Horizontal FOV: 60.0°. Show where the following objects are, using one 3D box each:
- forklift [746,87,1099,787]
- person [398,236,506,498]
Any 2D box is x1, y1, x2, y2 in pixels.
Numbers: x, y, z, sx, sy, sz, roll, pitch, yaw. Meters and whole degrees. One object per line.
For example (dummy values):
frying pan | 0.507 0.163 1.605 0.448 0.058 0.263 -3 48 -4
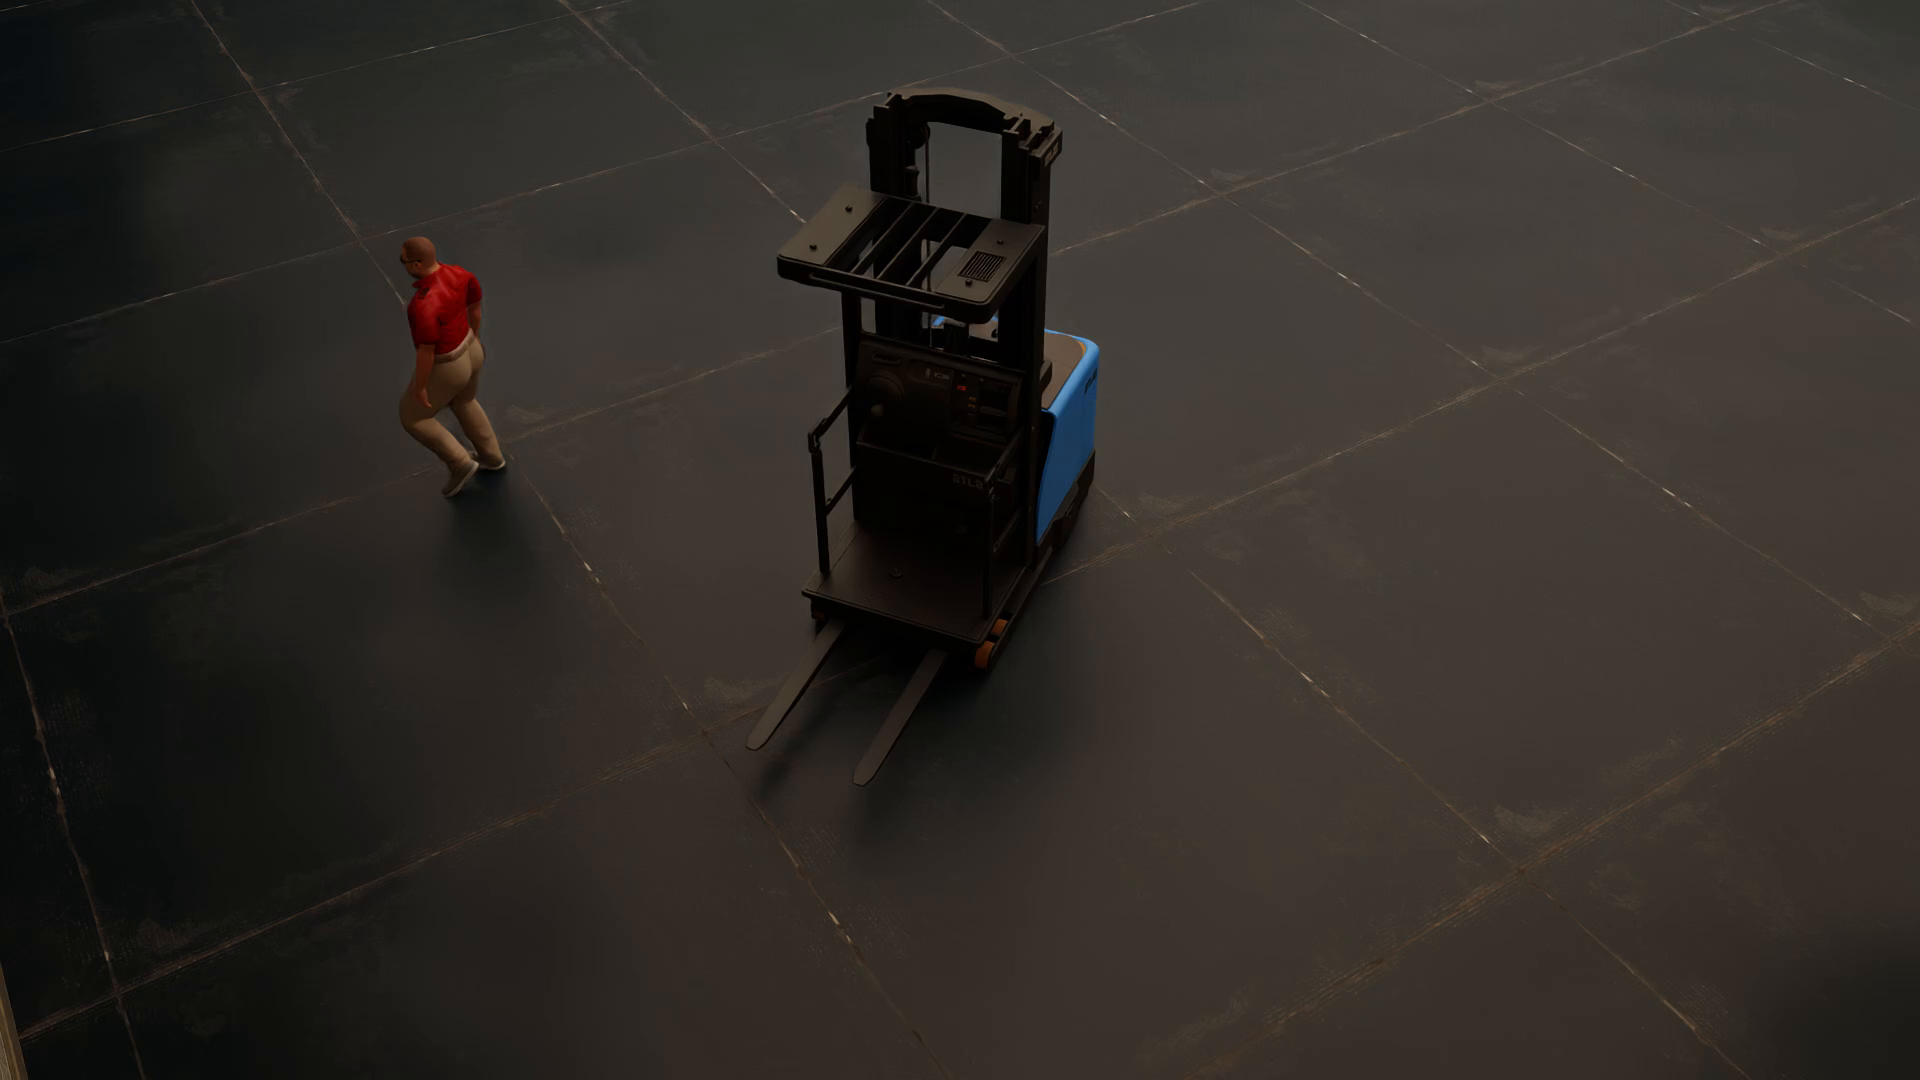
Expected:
forklift | -0.203 -0.702 8.674 1.130 2.935 3.031 16 44 17
person | -3.144 -1.068 10.036 0.467 1.726 0.666 8 42 9
